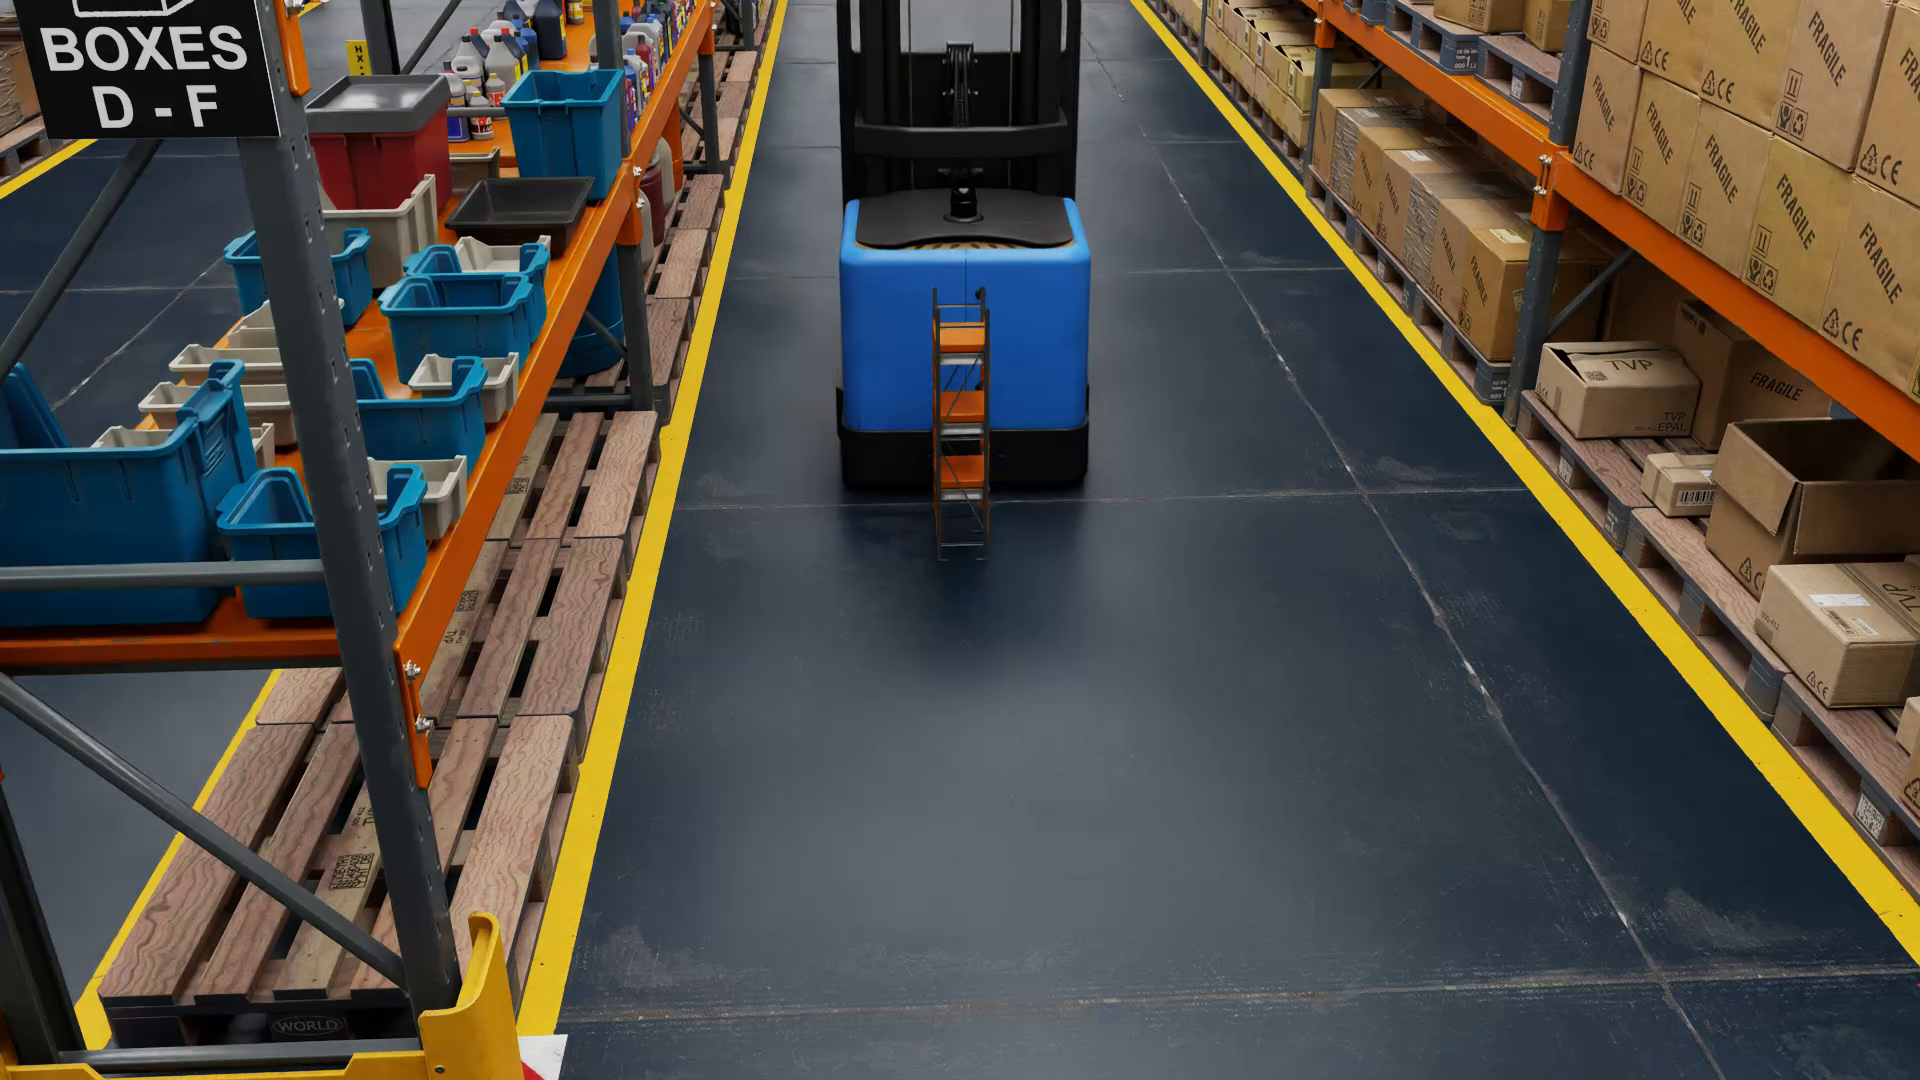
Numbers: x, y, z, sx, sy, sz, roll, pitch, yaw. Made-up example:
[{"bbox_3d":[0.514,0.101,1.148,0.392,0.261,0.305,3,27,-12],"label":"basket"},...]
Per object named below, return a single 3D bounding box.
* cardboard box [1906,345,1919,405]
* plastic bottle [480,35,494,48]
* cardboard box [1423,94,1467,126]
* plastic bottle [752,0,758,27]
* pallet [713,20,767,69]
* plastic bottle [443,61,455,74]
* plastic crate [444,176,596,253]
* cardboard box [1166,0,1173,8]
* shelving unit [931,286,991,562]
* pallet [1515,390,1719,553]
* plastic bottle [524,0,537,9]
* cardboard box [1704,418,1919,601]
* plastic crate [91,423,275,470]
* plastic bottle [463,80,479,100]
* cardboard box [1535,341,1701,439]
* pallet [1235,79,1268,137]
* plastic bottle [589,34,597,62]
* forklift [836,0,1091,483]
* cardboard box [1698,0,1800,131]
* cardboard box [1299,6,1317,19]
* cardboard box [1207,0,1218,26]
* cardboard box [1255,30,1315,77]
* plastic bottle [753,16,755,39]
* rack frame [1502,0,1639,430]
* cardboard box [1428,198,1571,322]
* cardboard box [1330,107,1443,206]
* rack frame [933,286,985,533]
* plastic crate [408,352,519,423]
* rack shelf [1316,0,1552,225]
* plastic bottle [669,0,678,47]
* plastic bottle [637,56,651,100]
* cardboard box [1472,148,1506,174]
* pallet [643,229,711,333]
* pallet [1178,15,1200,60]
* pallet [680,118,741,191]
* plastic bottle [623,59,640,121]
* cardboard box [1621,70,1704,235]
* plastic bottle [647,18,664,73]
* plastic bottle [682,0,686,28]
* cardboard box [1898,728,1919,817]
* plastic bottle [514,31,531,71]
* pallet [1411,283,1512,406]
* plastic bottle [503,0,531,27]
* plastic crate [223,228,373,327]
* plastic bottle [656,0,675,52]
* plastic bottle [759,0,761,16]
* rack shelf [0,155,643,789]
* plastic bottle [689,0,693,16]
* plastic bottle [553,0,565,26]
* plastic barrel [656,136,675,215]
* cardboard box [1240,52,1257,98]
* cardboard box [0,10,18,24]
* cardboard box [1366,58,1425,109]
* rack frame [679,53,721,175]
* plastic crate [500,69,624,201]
[{"bbox_3d":[2.942,-0.521,4.398,0.500,0.500,0.500,-1,28,-2],"label":"cardboard box"},{"bbox_3d":[-2.277,-2.288,8.026,0.152,0.276,0.135,-1,28,-3],"label":"plastic bottle"},{"bbox_3d":[3.140,-2.699,10.098,0.500,0.250,0.500,0,28,-1],"label":"cardboard box"},{"bbox_3d":[-1.933,-4.865,15.222,0.144,0.351,0.185,-1,28,-1],"label":"plastic bottle"},{"bbox_3d":[-2.299,-4.536,15.219,1.003,0.211,1.213,-1,28,-3],"label":"pallet"},{"bbox_3d":[-2.289,-1.995,7.457,0.061,0.283,0.133,-1,28,-3],"label":"plastic bottle"},{"bbox_3d":[-1.561,-1.161,5.965,0.437,0.125,0.590,-1,28,-3],"label":"plastic crate"},{"bbox_3d":[2.315,-5.448,16.470,0.500,0.250,0.500,-1,28,-3],"label":"cardboard box"},{"bbox_3d":[0.003,-0.441,6.460,0.215,1.050,0.252,-1,28,-3],"label":"shelving unit"},{"bbox_3d":[3.094,-0.331,7.157,1.003,0.211,1.213,-1,28,-3],"label":"pallet"},{"bbox_3d":[-2.370,-2.868,9.145,0.097,0.271,0.097,0,28,0],"label":"plastic bottle"},{"bbox_3d":[3.162,-0.105,5.932,0.797,0.503,0.637,-1,28,-3],"label":"cardboard box"},{"bbox_3d":[-1.902,-0.201,4.113,0.396,0.136,0.243,-1,28,-3],"label":"plastic crate"},{"bbox_3d":[-2.211,-1.969,7.496,0.097,0.201,0.097,0,28,0],"label":"plastic bottle"},{"bbox_3d":[2.865,-0.688,7.258,0.500,0.311,0.500,-1,28,-3],"label":"cardboard box"},{"bbox_3d":[2.785,-3.439,13.115,1.003,0.211,1.213,-1,28,-3],"label":"pallet"},{"bbox_3d":[-1.732,-2.359,8.163,0.152,0.276,0.135,-1,28,-3],"label":"plastic bottle"},{"bbox_3d":[-0.012,-2.181,7.762,1.130,2.935,3.031,-1,28,-1],"label":"forklift"},{"bbox_3d":[2.856,-1.672,5.523,0.500,0.500,0.500,-2,28,-4],"label":"cardboard box"},{"bbox_3d":[3.006,-4.144,13.365,0.500,0.311,0.500,-1,28,-3],"label":"cardboard box"},{"bbox_3d":[2.414,-4.598,14.235,0.500,0.311,0.500,-1,28,-2],"label":"cardboard box"},{"bbox_3d":[2.520,-3.657,12.430,0.500,0.311,0.500,-2,28,-3],"label":"cardboard box"},{"bbox_3d":[-1.884,-4.604,14.809,0.097,0.271,0.097,0,28,0],"label":"plastic bottle"},{"bbox_3d":[3.059,-1.885,7.120,1.000,3.000,0.127,-1,28,-3],"label":"rack frame"},{"bbox_3d":[2.729,-1.421,8.458,0.500,0.500,0.500,-1,28,-2],"label":"cardboard box"},{"bbox_3d":[2.621,-2.360,10.258,0.500,0.500,0.500,-2,28,-5],"label":"cardboard box"},{"bbox_3d":[-0.004,-0.497,6.568,0.200,1.050,0.008,-1,28,-3],"label":"rack frame"},{"bbox_3d":[-1.333,-0.415,4.521,0.250,0.136,0.298,-1,28,-3],"label":"plastic crate"},{"bbox_3d":[2.954,-2.489,9.057,1.077,0.370,4.000,-1,28,-3],"label":"rack shelf"},{"bbox_3d":[-1.590,-2.858,9.112,0.061,0.283,0.133,-1,28,-3],"label":"plastic bottle"},{"bbox_3d":[-1.540,-2.215,7.968,0.097,0.201,0.097,0,28,0],"label":"plastic bottle"},{"bbox_3d":[3.194,-1.911,9.398,0.500,0.500,0.500,-2,28,-5],"label":"cardboard box"},{"bbox_3d":[-1.953,-1.452,9.307,1.003,0.211,1.213,-1,28,-3],"label":"pallet"},{"bbox_3d":[2.641,-4.711,15.554,1.003,0.211,1.213,-1,28,-3],"label":"pallet"},{"bbox_3d":[-2.098,-2.736,11.768,1.003,0.211,1.213,-1,28,-3],"label":"pallet"},{"bbox_3d":[-1.517,-2.049,7.574,0.097,0.271,0.097,0,28,0],"label":"plastic bottle"},{"bbox_3d":[2.843,-1.451,6.180,0.500,0.500,0.500,-1,28,-2],"label":"cardboard box"},{"bbox_3d":[-1.571,-2.522,8.480,0.097,0.271,0.097,0,28,0],"label":"plastic bottle"},{"bbox_3d":[-1.635,-3.054,9.577,0.097,0.201,0.097,0,28,0],"label":"plastic bottle"},{"bbox_3d":[2.993,0.631,4.524,0.500,0.500,0.500,-1,28,-3],"label":"cardboard box"},{"bbox_3d":[-2.160,-2.359,8.169,0.097,0.271,0.097,0,28,0],"label":"plastic bottle"},{"bbox_3d":[2.979,-1.023,8.483,1.003,0.211,1.213,-1,28,-3],"label":"pallet"},{"bbox_3d":[-2.320,-2.670,8.679,0.144,0.351,0.185,-1,28,-3],"label":"plastic bottle"},{"bbox_3d":[-2.042,-0.814,5.183,0.416,0.233,0.300,-1,28,-3],"label":"plastic crate"},{"bbox_3d":[-1.623,-2.813,8.954,0.144,0.351,0.185,-1,28,-3],"label":"plastic bottle"},{"bbox_3d":[-1.965,-5.148,15.766,0.144,0.351,0.185,-2,28,-3],"label":"plastic bottle"},{"bbox_3d":[-1.783,-0.524,5.289,1.077,0.370,4.000,-1,28,-3],"label":"rack shelf"},{"bbox_3d":[-1.638,-3.279,9.920,0.061,0.283,0.133,-1,28,-3],"label":"plastic bottle"},{"bbox_3d":[-2.333,-3.083,9.556,0.097,0.271,0.097,0,28,0],"label":"plastic bottle"},{"bbox_3d":[-1.935,-2.213,9.986,0.421,0.512,0.421,0,28,0],"label":"plastic barrel"},{"bbox_3d":[2.496,-3.644,13.012,0.500,0.250,0.500,-1,28,-2],"label":"cardboard box"},{"bbox_3d":[-7.235,-3.924,13.256,0.700,0.500,0.500,-2,28,-3],"label":"cardboard box"},{"bbox_3d":[3.116,-3.197,11.548,0.500,0.311,0.500,0,28,-1],"label":"cardboard box"},{"bbox_3d":[-2.097,-3.614,10.436,1.000,3.000,0.127,-1,28,-3],"label":"rack frame"},{"bbox_3d":[-1.523,-1.579,6.486,0.392,0.384,0.575,-1,28,-3],"label":"plastic crate"}]
